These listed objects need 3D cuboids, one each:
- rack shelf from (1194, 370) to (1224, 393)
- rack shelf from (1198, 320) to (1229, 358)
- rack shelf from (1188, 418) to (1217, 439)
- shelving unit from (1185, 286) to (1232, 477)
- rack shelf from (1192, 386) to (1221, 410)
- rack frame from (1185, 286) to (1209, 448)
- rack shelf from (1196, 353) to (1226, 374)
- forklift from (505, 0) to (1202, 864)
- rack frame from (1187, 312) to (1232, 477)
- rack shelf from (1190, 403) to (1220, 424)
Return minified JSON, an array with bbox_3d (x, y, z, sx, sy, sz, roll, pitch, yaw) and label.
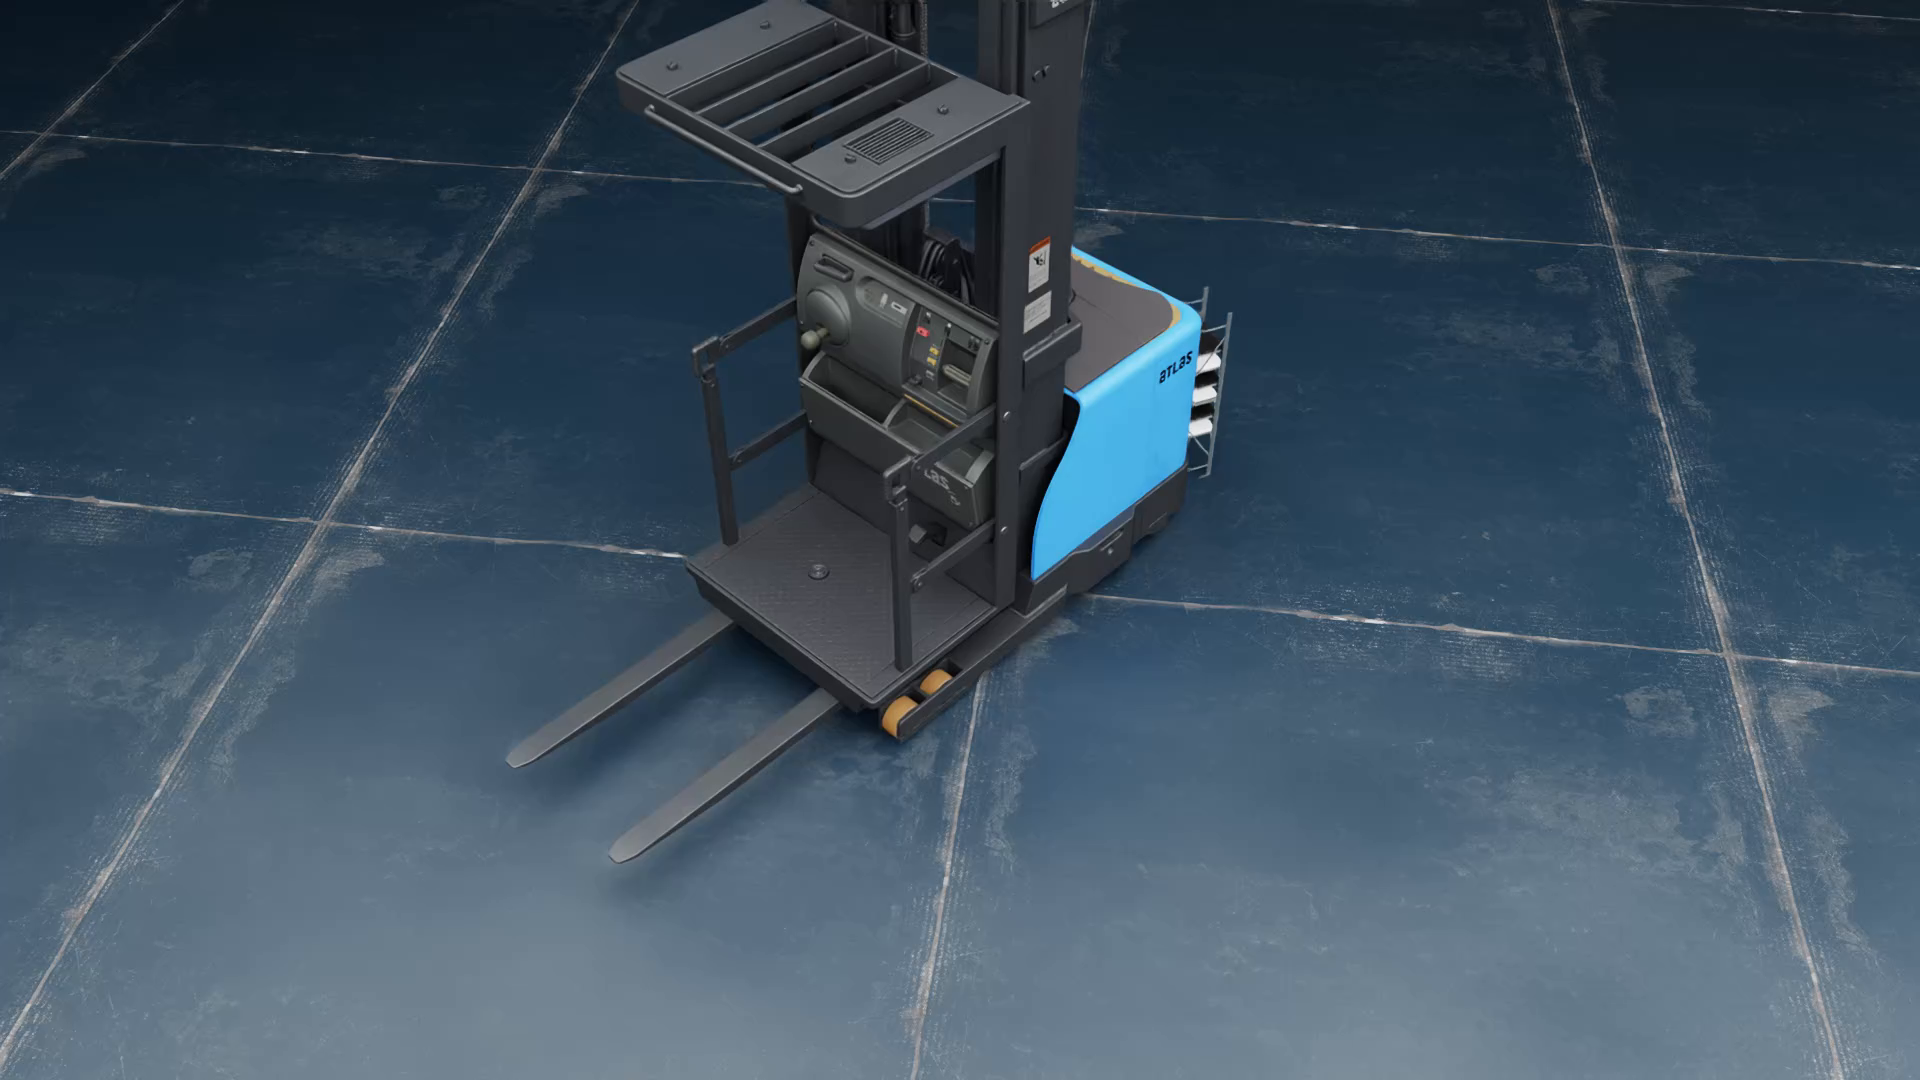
[{"bbox_3d":[0.991,-0.701,7.276,0.258,0.077,0.200,-16,46,-16],"label":"rack shelf"},{"bbox_3d":[0.991,-0.832,7.152,0.258,0.077,0.200,-16,46,-16],"label":"rack shelf"},{"bbox_3d":[0.991,-0.505,7.461,0.258,0.077,0.200,-16,46,-16],"label":"rack shelf"},{"bbox_3d":[0.991,-0.660,7.315,0.258,0.900,0.210,-16,46,-16],"label":"shelving unit"},{"bbox_3d":[0.991,-0.636,7.338,0.258,0.077,0.200,-16,46,-16],"label":"rack shelf"},{"bbox_3d":[0.952,-0.724,7.383,0.240,0.900,0.006,-16,46,-16],"label":"rack frame"},{"bbox_3d":[0.991,-0.766,7.214,0.258,0.077,0.200,-16,46,-16],"label":"rack shelf"},{"bbox_3d":[-0.388,-0.693,5.872,1.130,2.935,3.031,33,53,30],"label":"forklift"},{"bbox_3d":[1.030,-0.596,7.247,0.240,0.900,0.006,-16,46,-16],"label":"rack frame"},{"bbox_3d":[0.991,-0.570,7.399,0.258,0.077,0.200,-16,46,-16],"label":"rack shelf"}]
